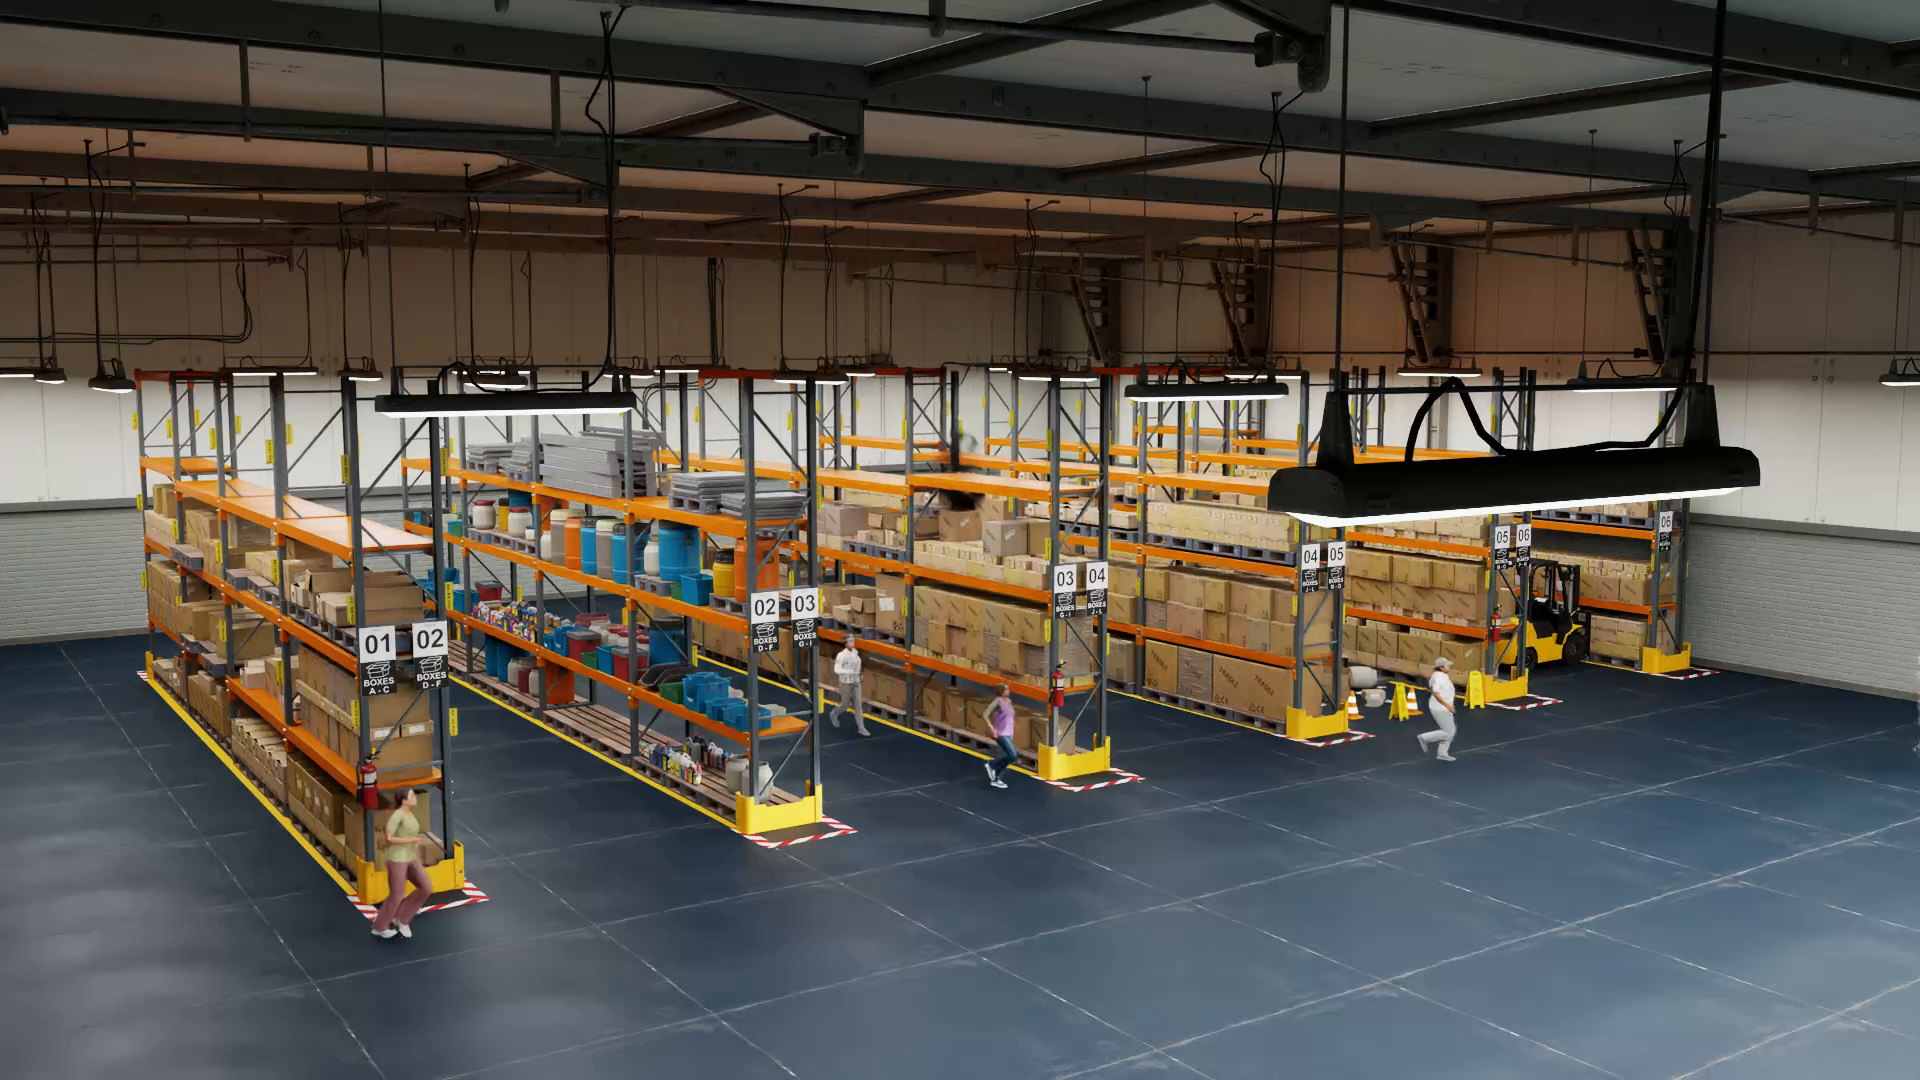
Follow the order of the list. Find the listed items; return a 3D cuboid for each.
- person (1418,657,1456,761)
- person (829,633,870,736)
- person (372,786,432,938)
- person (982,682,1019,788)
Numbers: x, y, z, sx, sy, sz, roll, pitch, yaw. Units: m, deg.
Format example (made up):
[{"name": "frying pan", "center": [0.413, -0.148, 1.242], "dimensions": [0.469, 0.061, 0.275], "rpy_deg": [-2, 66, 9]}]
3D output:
[{"name": "person", "center": [7.420, 2.626, 25.824], "dimensions": [0.612, 1.633, 0.615], "rpy_deg": [1, 7, 9]}, {"name": "person", "center": [-1.810, 2.359, 27.489], "dimensions": [0.617, 1.667, 0.958], "rpy_deg": [-6, 9, -42]}, {"name": "person", "center": [-6.039, 3.487, 18.104], "dimensions": [0.610, 1.639, 0.589], "rpy_deg": [1, 7, 12]}, {"name": "person", "center": [0.640, 2.840, 24.192], "dimensions": [0.488, 1.546, 0.534], "rpy_deg": [4, 7, 29]}]
